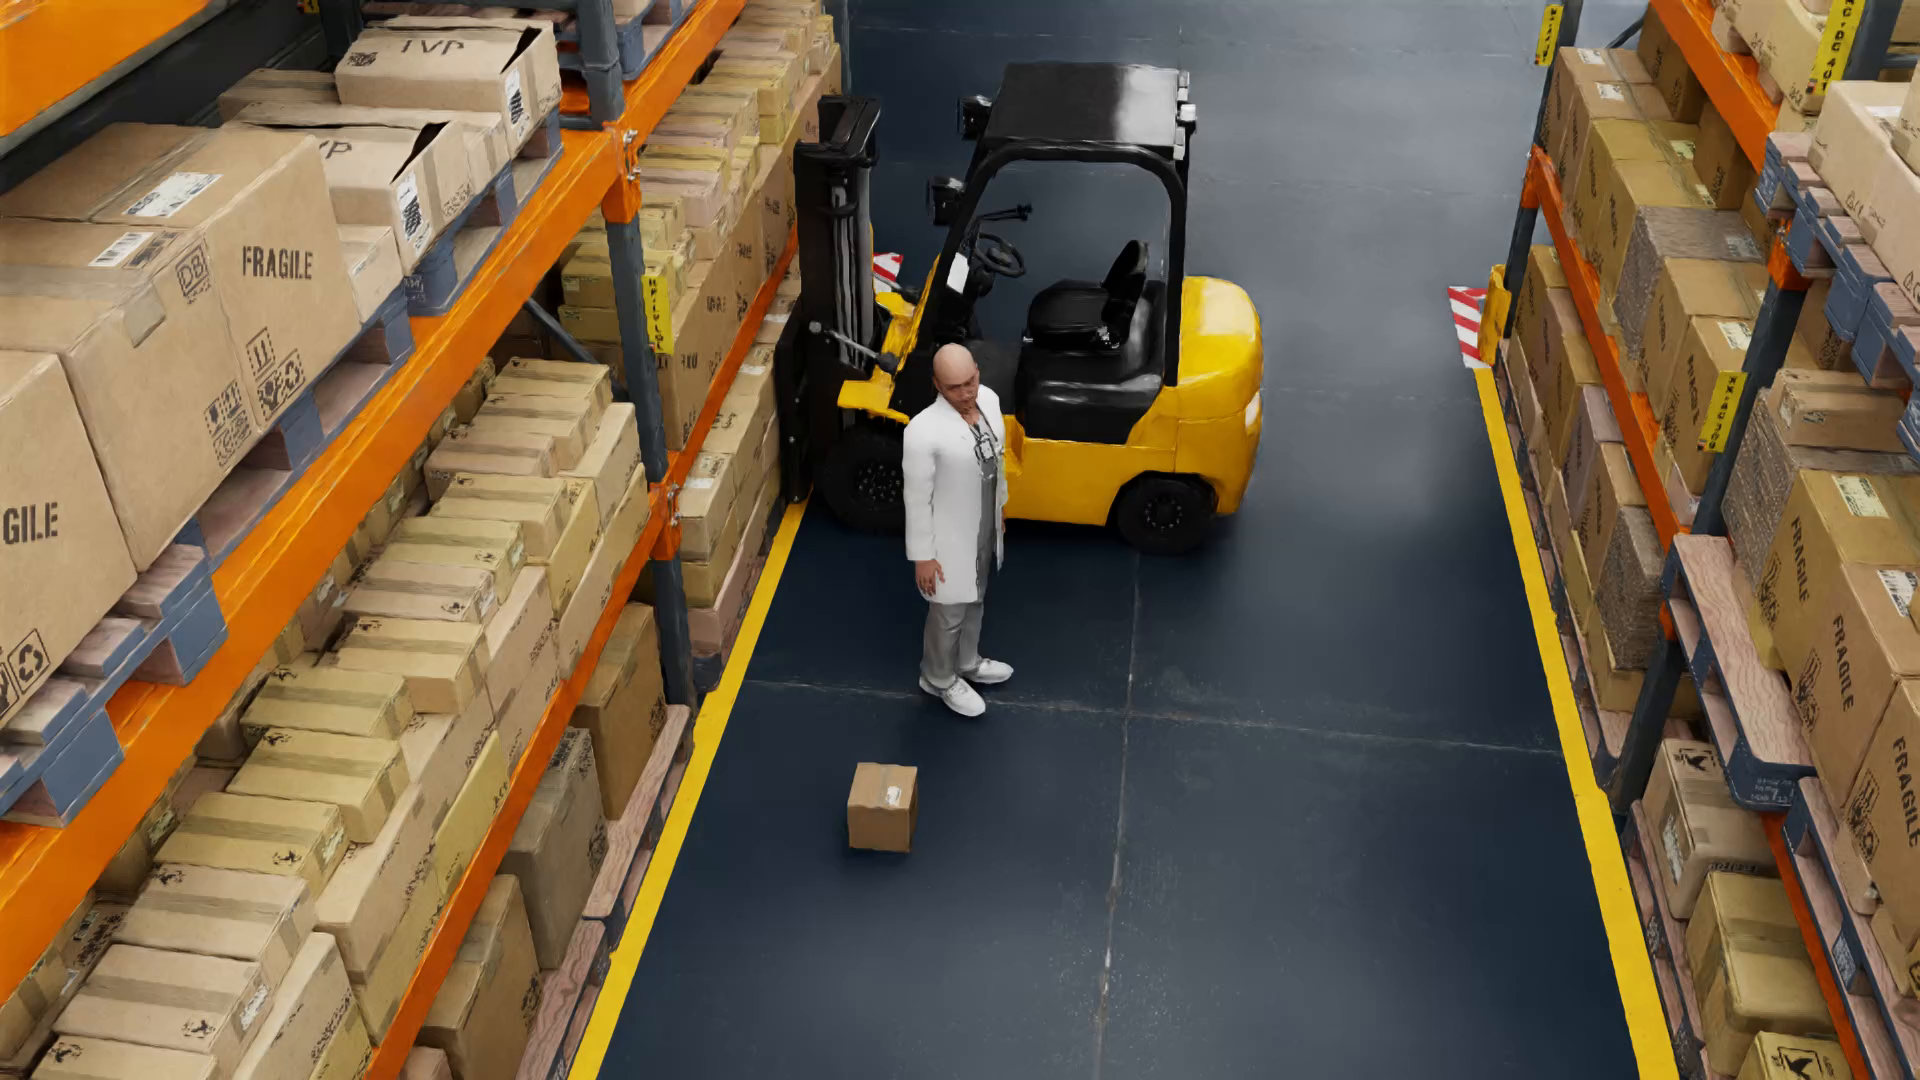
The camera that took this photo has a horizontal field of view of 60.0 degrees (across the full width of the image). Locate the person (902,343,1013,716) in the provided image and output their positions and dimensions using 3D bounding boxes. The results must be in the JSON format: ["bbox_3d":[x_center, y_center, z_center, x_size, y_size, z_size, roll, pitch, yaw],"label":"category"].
[{"bbox_3d":[0.010,-0.036,7.068,0.375,1.781,0.646,22,41,28],"label":"person"}]
